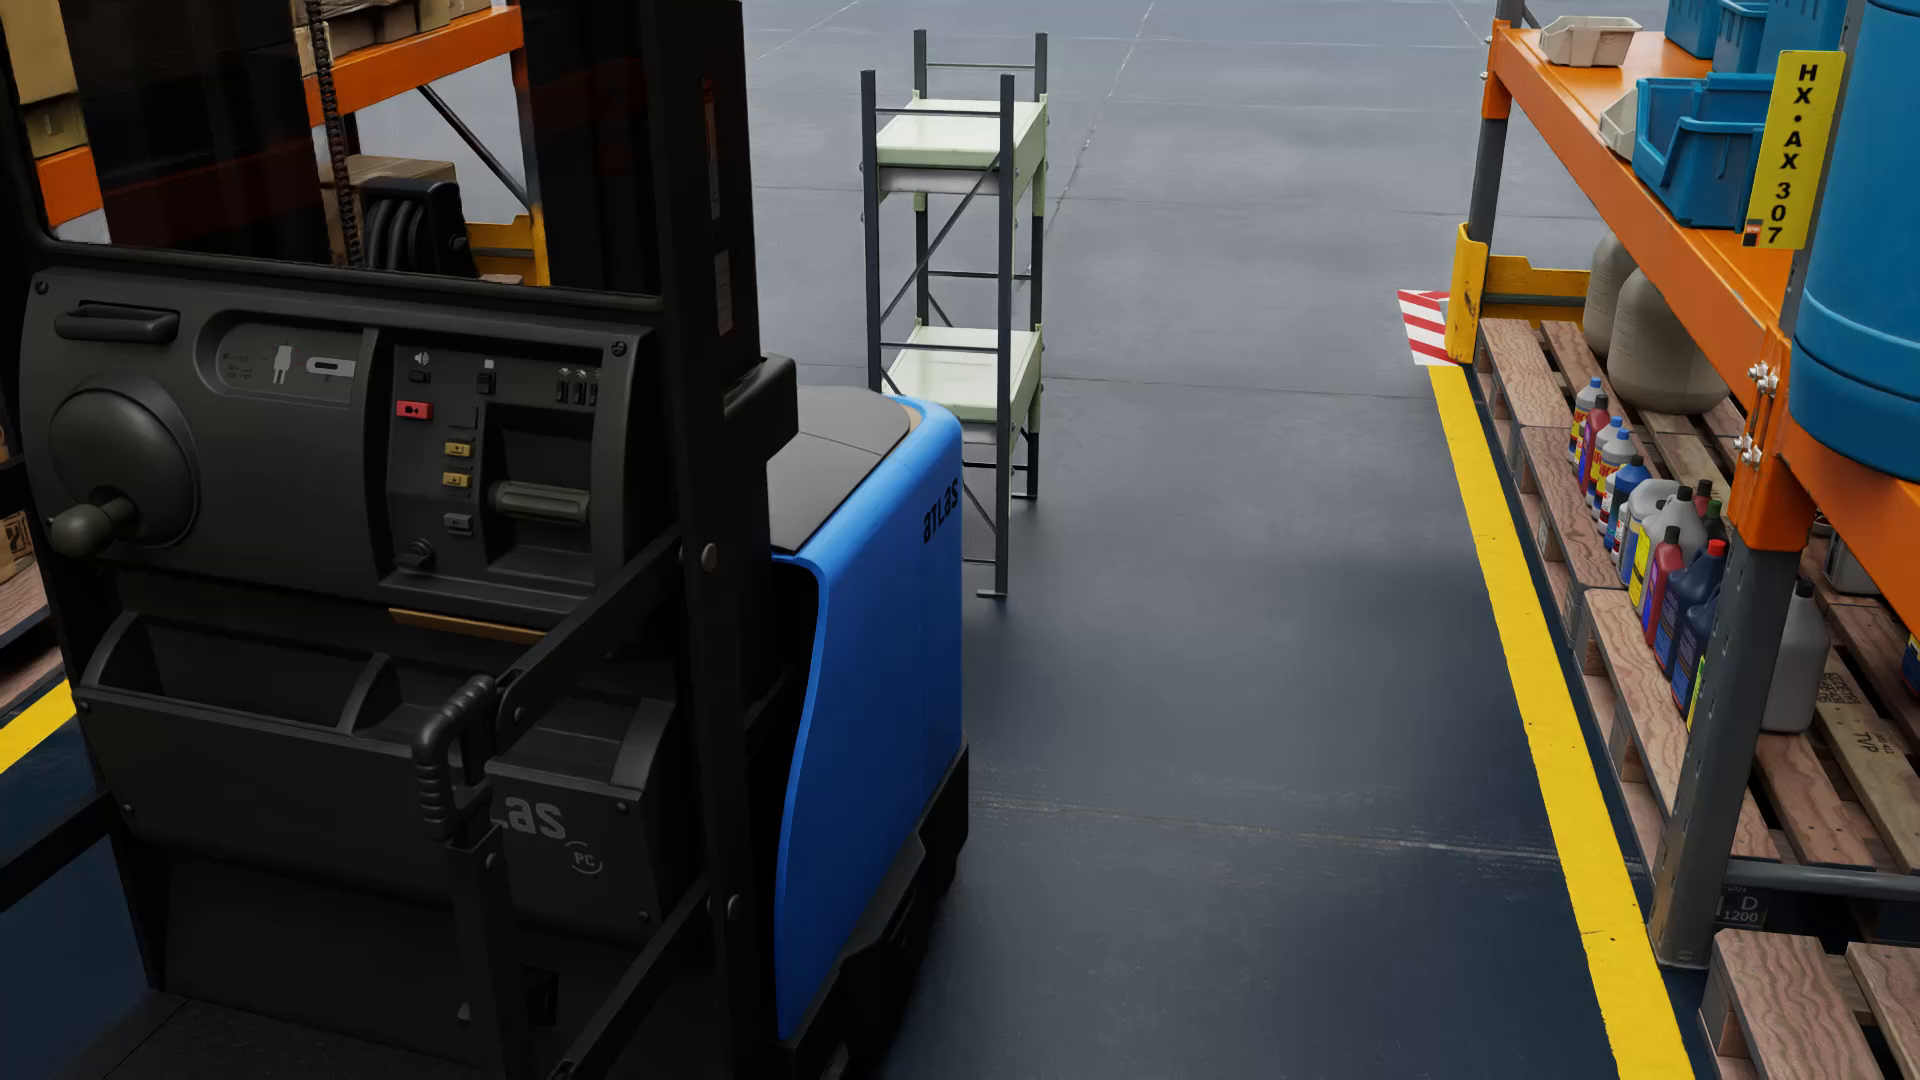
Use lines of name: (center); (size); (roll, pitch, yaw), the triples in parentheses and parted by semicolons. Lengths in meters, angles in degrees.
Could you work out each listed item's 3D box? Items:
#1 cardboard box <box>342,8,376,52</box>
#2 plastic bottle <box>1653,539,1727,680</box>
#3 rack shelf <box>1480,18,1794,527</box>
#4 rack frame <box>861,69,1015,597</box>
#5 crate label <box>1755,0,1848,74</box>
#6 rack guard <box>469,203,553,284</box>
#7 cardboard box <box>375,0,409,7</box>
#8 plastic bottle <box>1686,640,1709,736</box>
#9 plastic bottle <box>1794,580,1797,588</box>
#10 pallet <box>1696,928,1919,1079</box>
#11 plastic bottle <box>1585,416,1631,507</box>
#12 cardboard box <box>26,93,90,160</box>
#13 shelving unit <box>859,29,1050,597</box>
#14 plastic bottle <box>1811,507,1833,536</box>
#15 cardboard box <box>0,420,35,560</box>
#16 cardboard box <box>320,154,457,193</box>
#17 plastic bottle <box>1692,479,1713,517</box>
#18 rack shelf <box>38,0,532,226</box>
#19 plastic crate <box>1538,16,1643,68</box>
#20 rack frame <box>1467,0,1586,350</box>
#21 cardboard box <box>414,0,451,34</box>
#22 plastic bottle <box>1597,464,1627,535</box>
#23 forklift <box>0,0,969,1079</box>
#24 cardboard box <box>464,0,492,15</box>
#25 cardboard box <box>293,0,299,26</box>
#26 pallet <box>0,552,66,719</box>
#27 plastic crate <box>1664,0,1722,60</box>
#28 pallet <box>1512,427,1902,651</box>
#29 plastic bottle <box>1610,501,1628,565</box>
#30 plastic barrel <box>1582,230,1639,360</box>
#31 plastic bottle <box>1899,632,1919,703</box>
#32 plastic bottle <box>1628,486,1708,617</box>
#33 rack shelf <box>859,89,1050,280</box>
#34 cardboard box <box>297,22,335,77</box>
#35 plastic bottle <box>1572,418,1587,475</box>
cardboard box: (-2.321, -1.827, 5.912); (0.380, 0.149, 0.250); (4, 25, 9)
plastic bottle: (1.776, 0.154, 3.987); (0.144, 0.351, 0.185); (3, 25, 6)
rack shelf: (2.250, -0.987, 4.669); (1.077, 0.370, 4.000); (4, 25, 9)
rack frame: (-0.059, -0.529, 4.611); (0.400, 1.500, 0.023); (4, 25, 9)
crate label: (2.543, -1.377, 4.611); (0.502, 0.435, 0.616); (4, 25, 9)
rack guard: (-2.321, -1.329, 7.499); (1.175, 0.500, 0.348); (4, 25, 9)
cardboard box: (-2.389, -2.227, 6.001); (0.875, 0.500, 0.500); (4, 25, 9)
plastic bottle: (1.677, 0.331, 3.691); (0.061, 0.283, 0.133); (5, 26, 11)
plastic bottle: (1.926, 0.188, 4.004); (0.152, 0.276, 0.135); (4, 25, 9)
pallet: (1.834, 1.118, 2.613); (1.003, 0.211, 1.213); (4, 25, 9)
plastic bottle: (1.918, -0.233, 4.909); (0.097, 0.271, 0.097); (0, 25, 0)
cardboard box: (-2.532, -1.090, 4.337); (0.380, 0.149, 0.250); (4, 25, 9)
shelving unit: (0.001, -0.682, 4.938); (0.431, 1.500, 0.755); (4, 25, 9)
plastic bottle: (2.493, -0.122, 4.754); (0.097, 0.201, 0.097); (0, 25, 0)
cardboard box: (-2.772, -0.282, 4.768); (0.500, 0.500, 0.500); (13, 28, 25)
cardboard box: (-2.428, -1.291, 6.922); (0.500, 0.500, 0.500); (9, 27, 18)
plastic bottle: (1.964, -0.011, 4.420); (0.061, 0.283, 0.133); (4, 25, 9)
rack shelf: (-2.636, -1.330, 5.402); (1.077, 0.370, 4.000); (4, 25, 9)
plastic crate: (2.114, -1.678, 5.607); (0.298, 0.136, 0.250); (4, 25, 9)
rack frame: (2.577, -2.149, 6.304); (1.000, 3.000, 0.127); (4, 25, 9)
cardboard box: (-2.183, -2.033, 6.350); (0.380, 0.149, 0.250); (4, 25, 9)
plastic bottle: (1.885, -0.118, 4.746); (0.097, 0.201, 0.097); (0, 25, 0)
forklift: (-0.908, -0.099, 2.004); (1.130, 2.935, 3.031); (8, 26, 16)
cardboard box: (-2.152, -2.245, 6.805); (0.380, 0.149, 0.250); (4, 25, 9)
cardboard box: (-2.607, -1.813, 5.115); (0.875, 0.500, 0.500); (4, 25, 9)
pallet: (-2.888, 0.160, 4.659); (1.003, 0.211, 1.213); (4, 25, 9)
plastic crate: (2.791, -1.852, 5.844); (0.499, 0.251, 0.616); (4, 25, 9)
pallet: (2.272, -0.003, 5.008); (1.003, 0.211, 1.213); (4, 25, 9)
plastic bottle: (1.851, -0.032, 4.562); (0.097, 0.201, 0.097); (0, 25, 0)
plastic barrel: (2.545, -0.932, 6.143); (0.421, 0.512, 0.421); (0, 25, 0)
plastic bottle: (2.323, 0.205, 3.879); (0.144, 0.351, 0.185); (4, 25, 9)
plastic bottle: (1.829, 0.019, 4.276); (0.144, 0.351, 0.185); (4, 25, 8)
rack shelf: (0.001, -1.036, 4.773); (0.431, 0.370, 0.720); (4, 25, 9)
cardboard box: (-2.293, -1.611, 5.449); (0.380, 0.149, 0.250); (4, 25, 9)
plastic bottle: (1.957, -0.301, 5.137); (0.097, 0.201, 0.097); (0, 25, 0)
